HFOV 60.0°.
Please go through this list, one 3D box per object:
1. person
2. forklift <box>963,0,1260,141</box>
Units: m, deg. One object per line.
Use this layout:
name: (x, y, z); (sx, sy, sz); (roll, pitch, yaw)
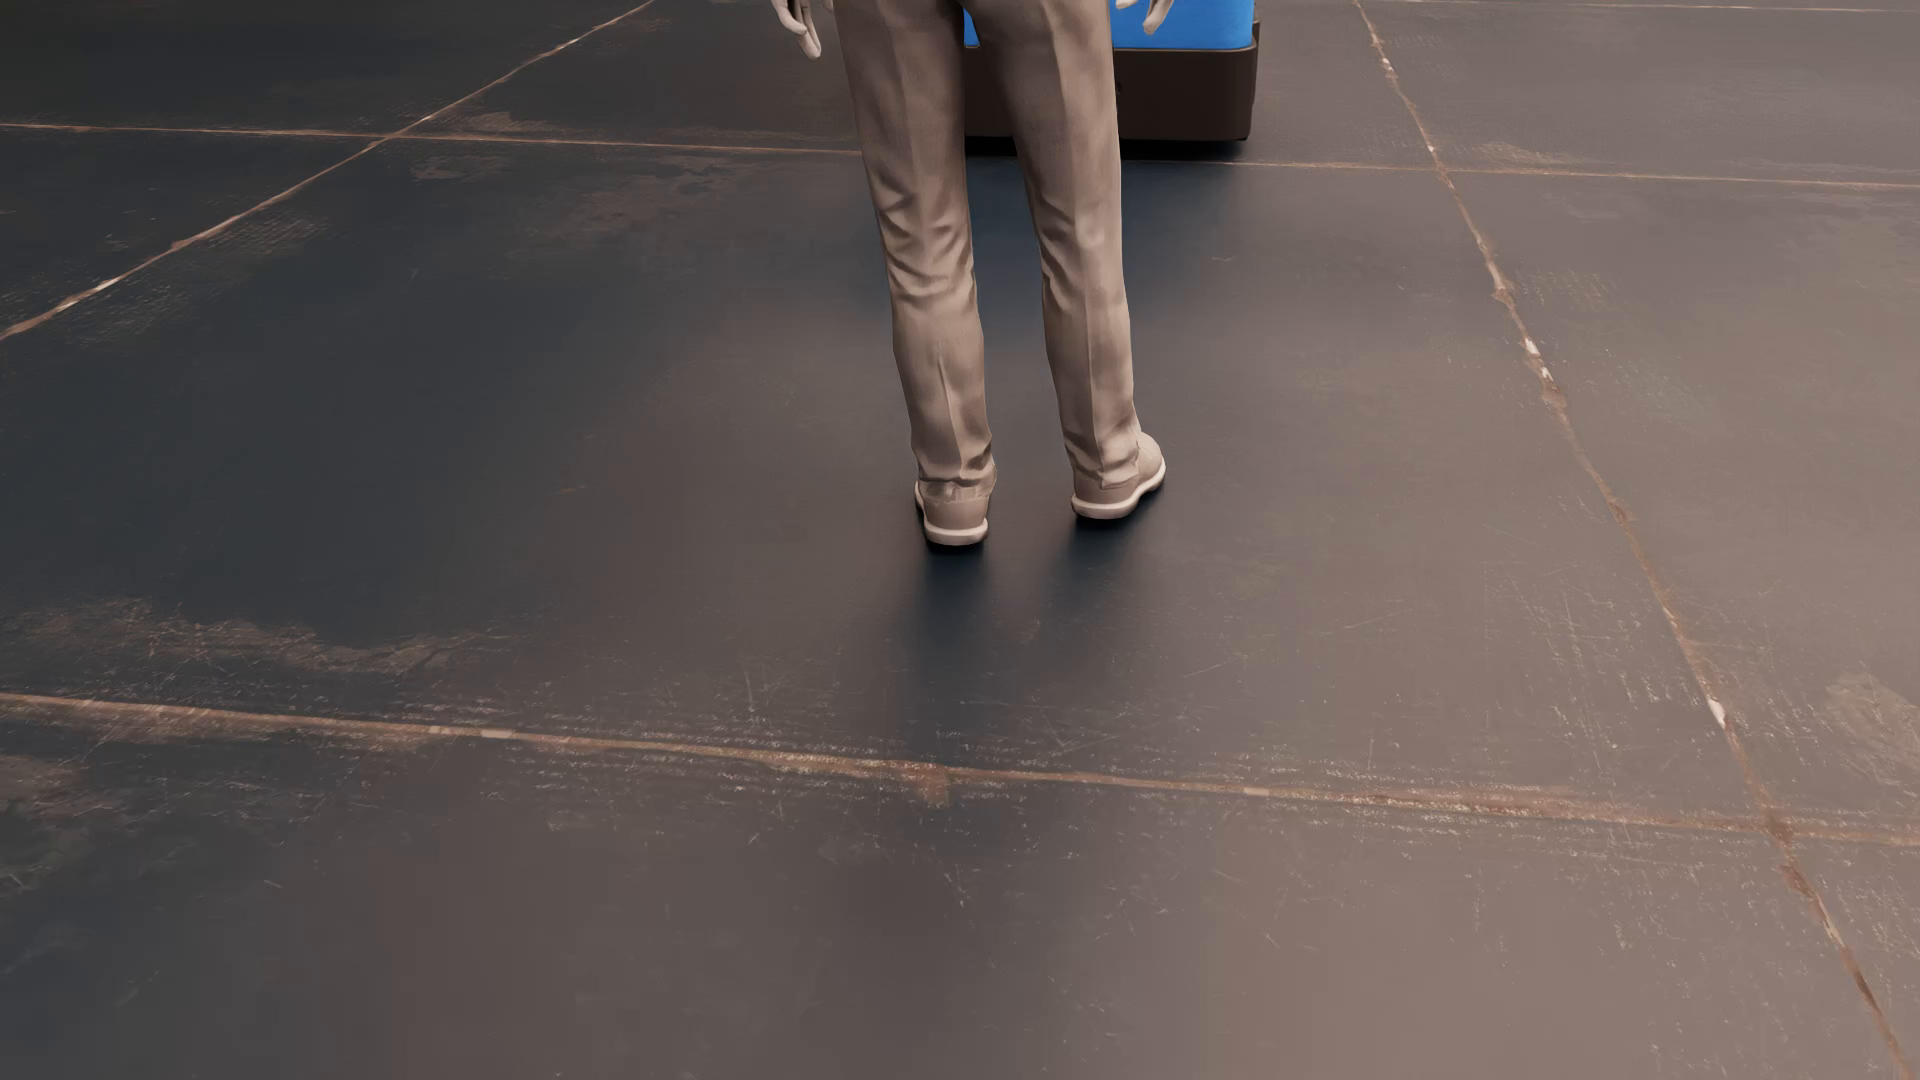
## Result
person: (0.016, -0.795, 2.179); (0.586, 1.694, 0.530); (3, 27, 7)
forklift: (0.395, -3.015, 5.260); (1.130, 2.935, 3.031); (2, 27, 4)
